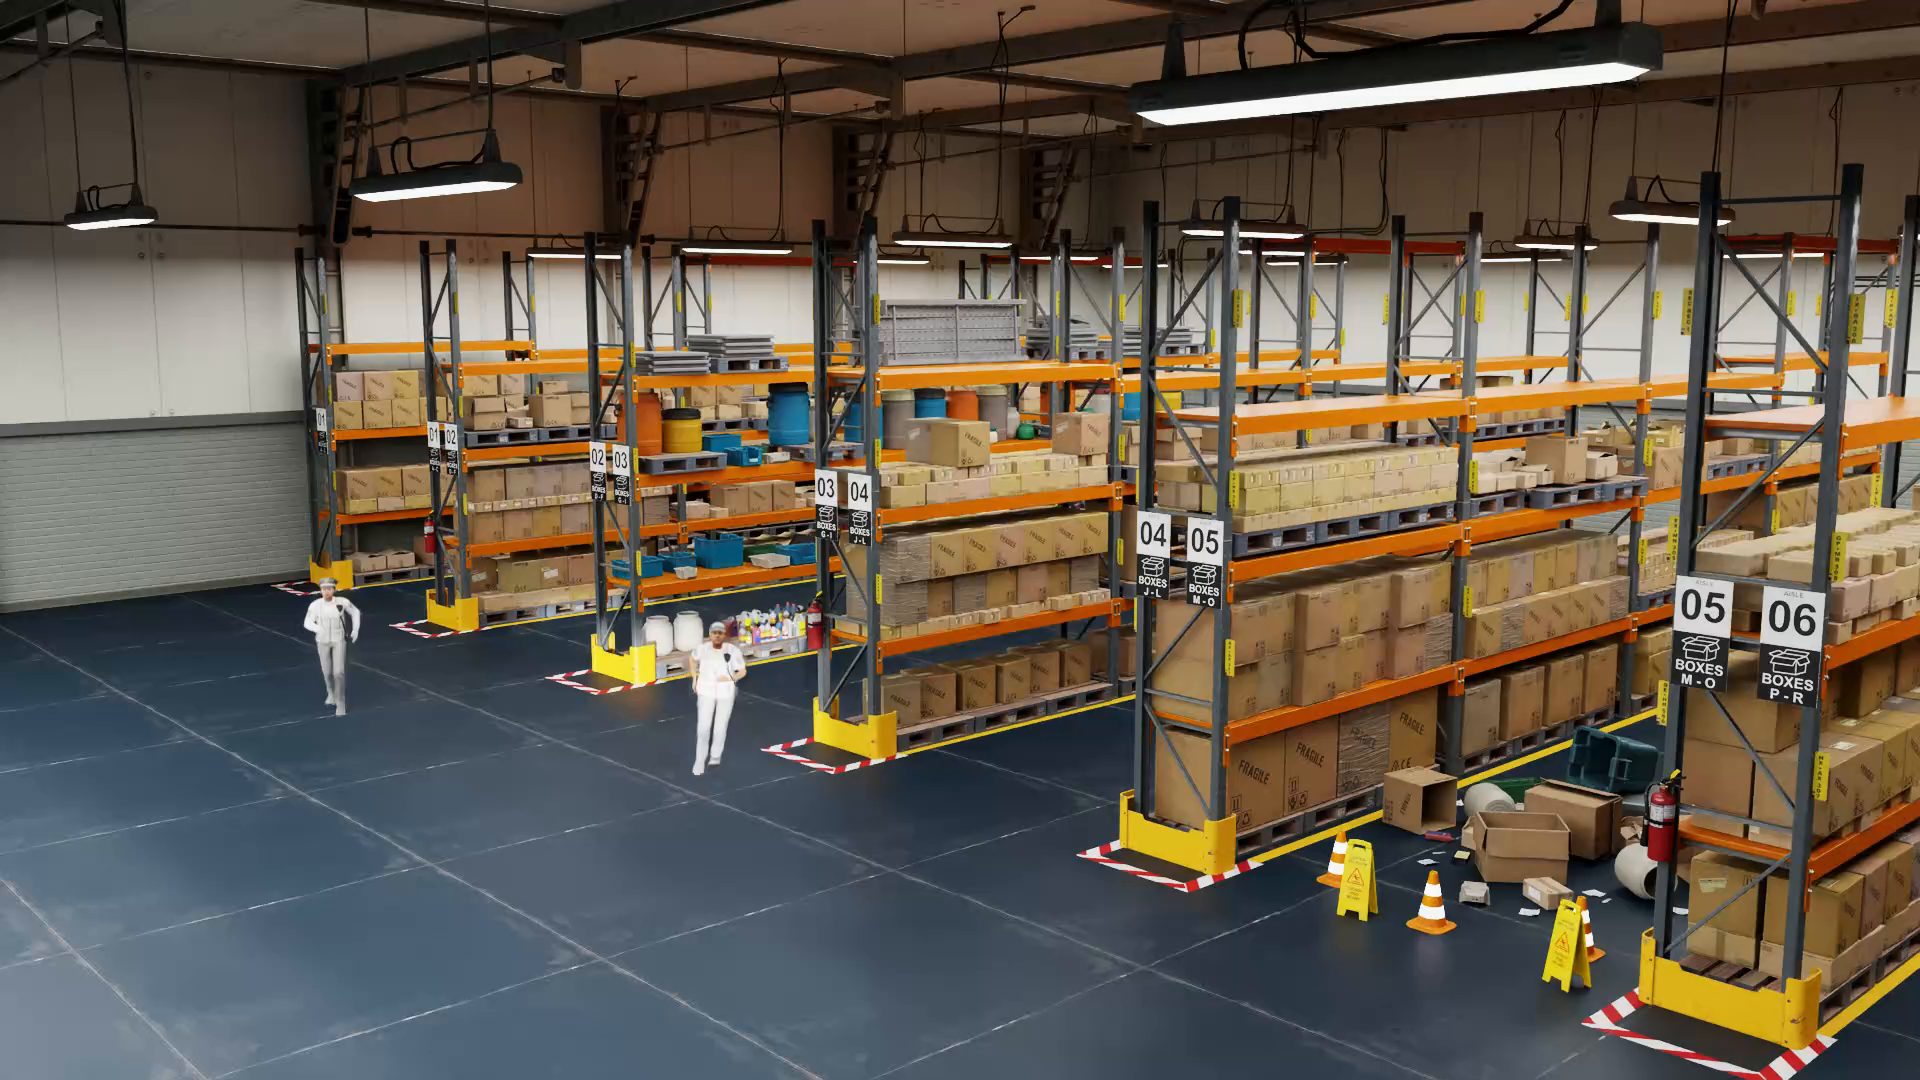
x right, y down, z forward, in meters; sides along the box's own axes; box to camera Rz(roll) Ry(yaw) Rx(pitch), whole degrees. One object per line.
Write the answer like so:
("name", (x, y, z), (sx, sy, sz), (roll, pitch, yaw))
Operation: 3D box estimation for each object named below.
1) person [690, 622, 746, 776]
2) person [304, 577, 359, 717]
("person", (-2.632, 1.716, 18.125), (0.606, 1.687, 0.648), (-1, 8, -8))
("person", (-7.816, 1.317, 20.729), (0.627, 1.767, 0.745), (-2, 9, -14))
